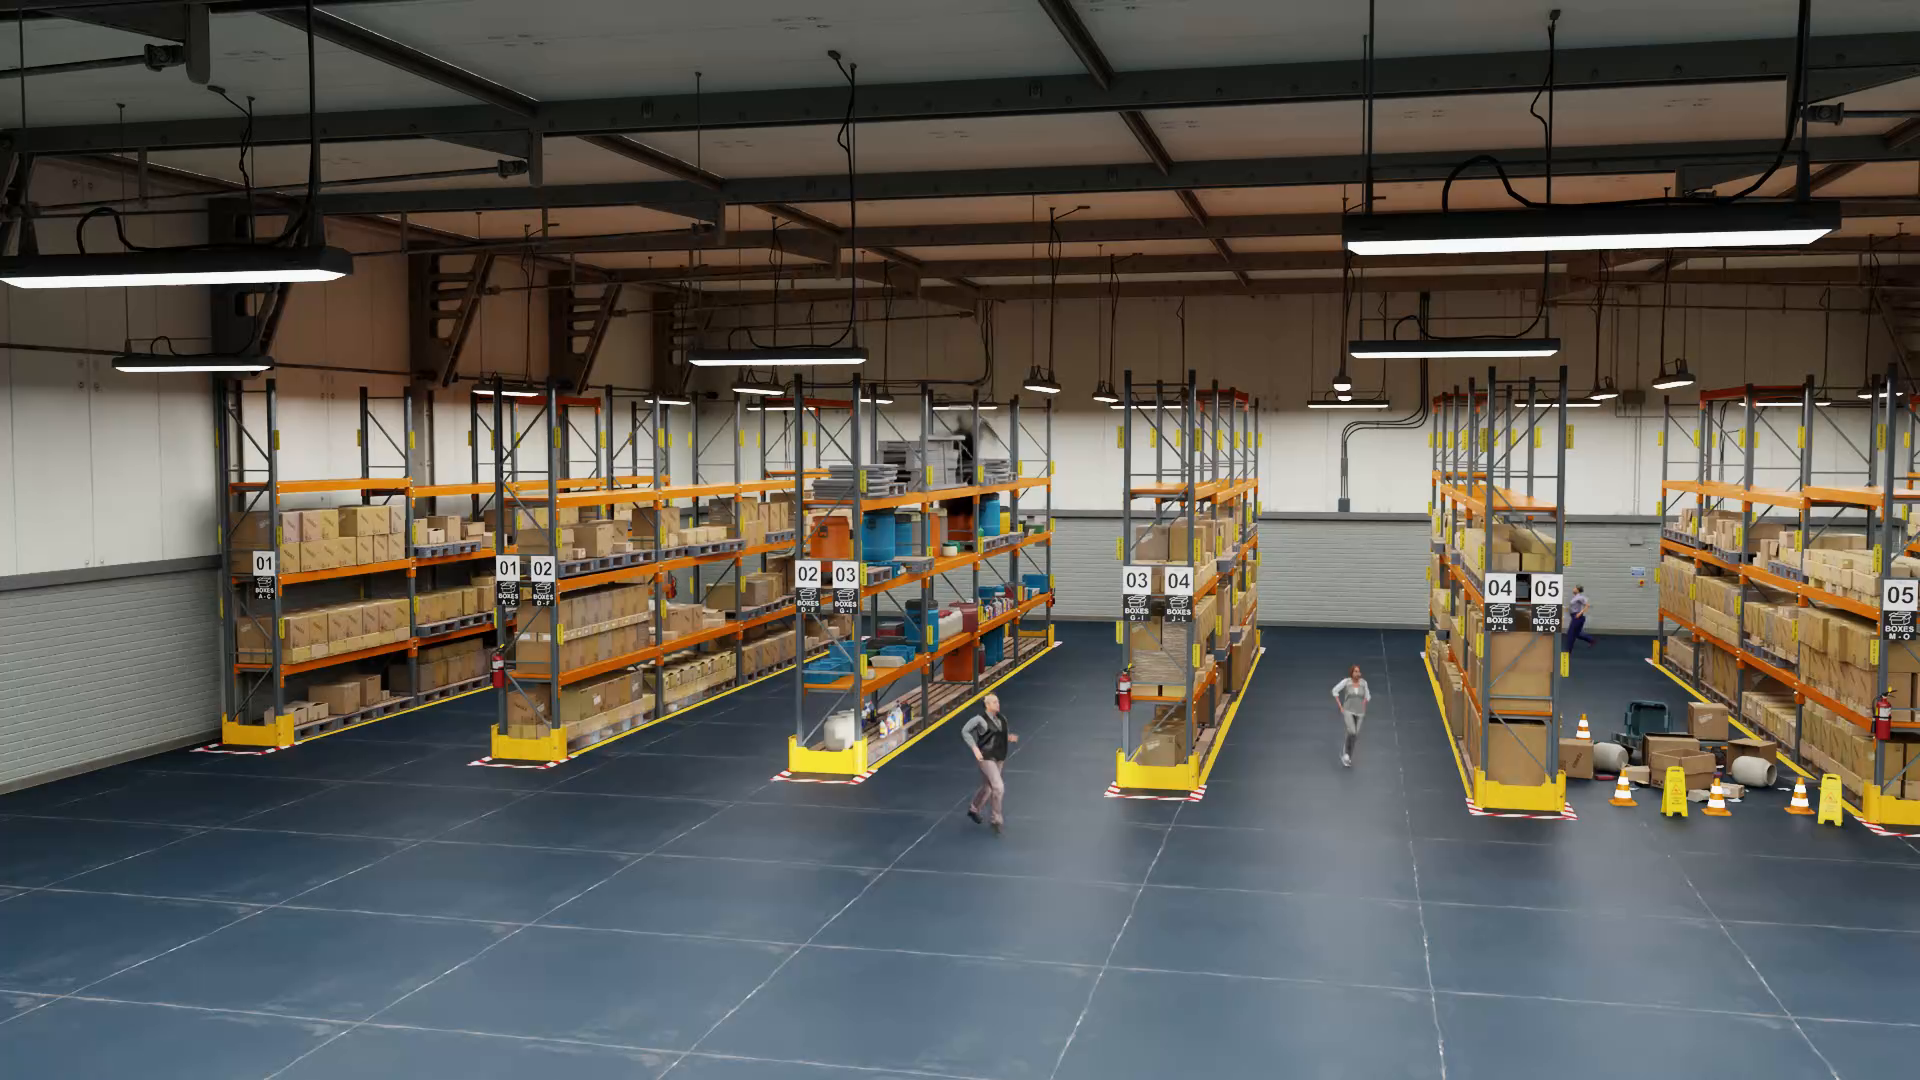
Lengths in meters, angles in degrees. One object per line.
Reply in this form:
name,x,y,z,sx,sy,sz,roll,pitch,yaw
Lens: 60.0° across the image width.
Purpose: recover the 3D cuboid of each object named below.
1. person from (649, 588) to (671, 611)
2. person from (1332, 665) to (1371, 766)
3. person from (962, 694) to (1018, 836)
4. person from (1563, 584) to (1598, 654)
person,-6.628,1.944,36.331,0.642,1.837,0.812,0,3,5
person,6.019,2.676,25.462,0.527,1.555,0.670,0,3,-7
person,0.389,2.867,21.322,0.799,1.785,0.642,3,4,39
person,14.454,1.872,38.814,0.888,1.653,0.625,1,4,13
